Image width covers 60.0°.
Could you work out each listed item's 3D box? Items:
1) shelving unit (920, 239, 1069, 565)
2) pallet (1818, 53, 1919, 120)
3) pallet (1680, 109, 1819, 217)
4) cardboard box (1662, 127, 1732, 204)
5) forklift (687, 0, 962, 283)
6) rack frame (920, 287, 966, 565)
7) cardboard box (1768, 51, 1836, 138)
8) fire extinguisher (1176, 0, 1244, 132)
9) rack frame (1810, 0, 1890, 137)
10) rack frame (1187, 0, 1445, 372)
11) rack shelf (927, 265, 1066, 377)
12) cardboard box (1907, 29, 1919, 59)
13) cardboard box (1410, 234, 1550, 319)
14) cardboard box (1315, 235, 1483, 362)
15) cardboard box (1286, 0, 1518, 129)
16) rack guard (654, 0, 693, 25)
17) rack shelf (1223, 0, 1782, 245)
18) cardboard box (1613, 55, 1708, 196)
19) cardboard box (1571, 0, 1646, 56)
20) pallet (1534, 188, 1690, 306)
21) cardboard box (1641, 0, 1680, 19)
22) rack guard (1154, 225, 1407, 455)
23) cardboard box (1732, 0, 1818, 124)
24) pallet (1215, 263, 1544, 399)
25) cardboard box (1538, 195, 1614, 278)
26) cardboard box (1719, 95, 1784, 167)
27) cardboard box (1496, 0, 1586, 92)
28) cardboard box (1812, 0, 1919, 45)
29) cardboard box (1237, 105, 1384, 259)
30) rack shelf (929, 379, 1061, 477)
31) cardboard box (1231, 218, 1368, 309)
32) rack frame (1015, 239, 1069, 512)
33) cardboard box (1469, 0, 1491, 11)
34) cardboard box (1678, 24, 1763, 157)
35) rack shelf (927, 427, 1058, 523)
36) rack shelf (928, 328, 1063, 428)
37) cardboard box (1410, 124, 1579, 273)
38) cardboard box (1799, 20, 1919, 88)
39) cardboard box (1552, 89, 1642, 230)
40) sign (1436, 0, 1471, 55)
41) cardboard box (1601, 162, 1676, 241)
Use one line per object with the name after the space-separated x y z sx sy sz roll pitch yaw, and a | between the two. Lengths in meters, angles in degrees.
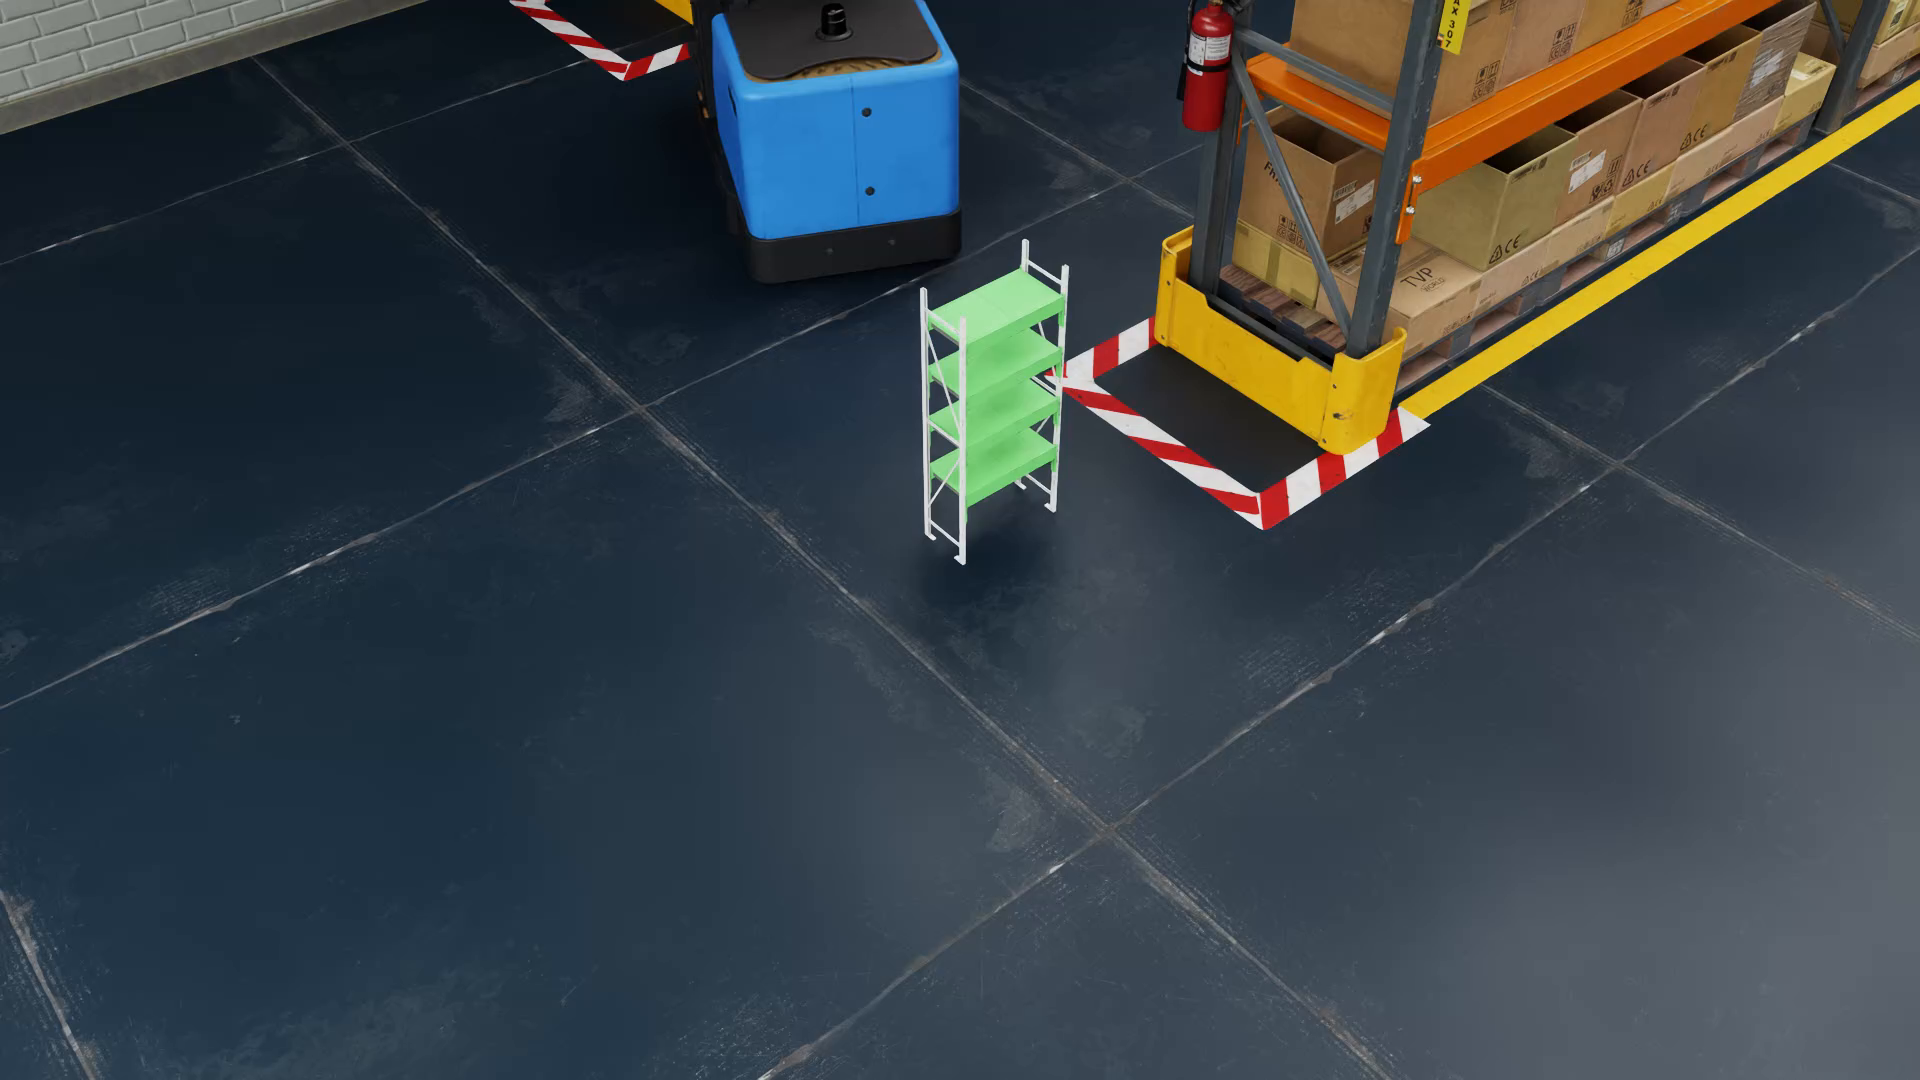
0.127 -0.510 6.417 0.503 1.200 0.258 -30 51 -28 | shelving unit
5.011 -2.916 9.701 1.213 0.211 1.003 -30 51 -28 | pallet
3.834 -2.245 8.986 1.213 0.211 1.003 -30 51 -28 | pallet
3.492 -1.979 8.368 0.500 0.250 0.500 -30 51 -28 | cardboard box
-0.856 -3.319 8.143 1.130 2.935 3.031 -10 44 -11 | forklift
-0.060 -0.403 6.303 0.015 1.200 0.240 -30 51 -28 | rack frame
4.256 -2.421 8.839 0.500 0.250 0.500 -30 51 -28 | cardboard box
1.014 -1.996 6.740 0.183 0.674 0.296 -30 51 -28 | fire extinguisher
4.471 -3.589 8.380 0.127 3.000 1.000 -30 51 -28 | rack frame
1.403 -1.832 6.509 0.127 3.000 1.000 -30 51 -28 | rack frame
0.127 -0.813 6.132 0.480 0.148 0.258 -30 51 -28 | rack shelf
5.332 -3.010 9.466 0.500 0.250 0.500 -29 50 -27 | cardboard box
2.338 -1.323 7.669 0.500 0.250 0.500 -30 51 -28 | cardboard box
1.957 -1.101 7.433 0.500 0.250 0.500 -30 51 -28 | cardboard box
1.769 -2.067 6.686 0.500 0.500 0.700 -30 51 -28 | cardboard box
-1.720 -3.554 10.169 0.348 0.500 1.175 -30 51 -28 | rack guard
2.937 -2.448 7.691 4.000 0.370 1.077 -30 51 -28 | rack shelf
3.109 -2.032 7.877 0.500 0.500 0.500 -30 51 -28 | cardboard box
2.554 -2.515 7.164 0.500 0.500 0.700 -29 51 -28 | cardboard box
2.898 -1.706 8.413 1.213 0.211 1.003 -30 51 -28 | pallet
2.955 -2.748 7.412 0.500 0.500 0.700 -28 50 -27 | cardboard box
1.384 -0.910 7.354 0.348 0.500 1.175 -30 51 -28 | rack guard
3.865 -2.481 8.355 0.500 0.500 0.500 -30 51 -28 | cardboard box
1.963 -1.173 7.845 1.213 0.211 1.003 -30 51 -28 | pallet
2.722 -1.542 7.903 0.500 0.250 0.500 -30 51 -28 | cardboard box
3.866 -2.207 8.610 0.500 0.250 0.500 -30 51 -28 | cardboard box
2.169 -2.300 6.935 0.500 0.500 0.700 -28 50 -27 | cardboard box
4.948 -2.995 9.040 0.500 0.311 0.500 -30 51 -28 | cardboard box
1.623 -1.648 7.467 0.500 0.500 0.500 -30 51 -28 | cardboard box
0.127 -0.463 6.460 0.480 0.148 0.258 -30 51 -28 | rack shelf
1.625 -1.373 7.723 0.500 0.250 0.500 -30 51 -28 | cardboard box
0.314 -0.617 6.531 0.015 1.200 0.240 -30 51 -28 | rack frame
1.842 -2.164 6.316 0.250 0.149 0.380 -30 51 -28 | cardboard box
3.484 -2.259 8.119 0.500 0.500 0.500 -30 51 -28 | cardboard box
0.127 -0.289 6.625 0.480 0.148 0.258 -30 51 -28 | rack shelf
0.127 -0.638 6.296 0.480 0.148 0.258 -30 51 -28 | rack shelf
2.339 -1.595 7.412 0.500 0.500 0.500 -30 51 -28 | cardboard box
4.939 -2.787 9.228 0.500 0.250 0.500 -31 51 -29 | cardboard box
2.715 -1.822 7.653 0.500 0.500 0.500 -30 51 -28 | cardboard box
1.754 -1.882 5.873 0.005 0.325 0.100 -30 51 -28 | sign
3.109 -1.759 8.134 0.500 0.250 0.500 -30 51 -28 | cardboard box
